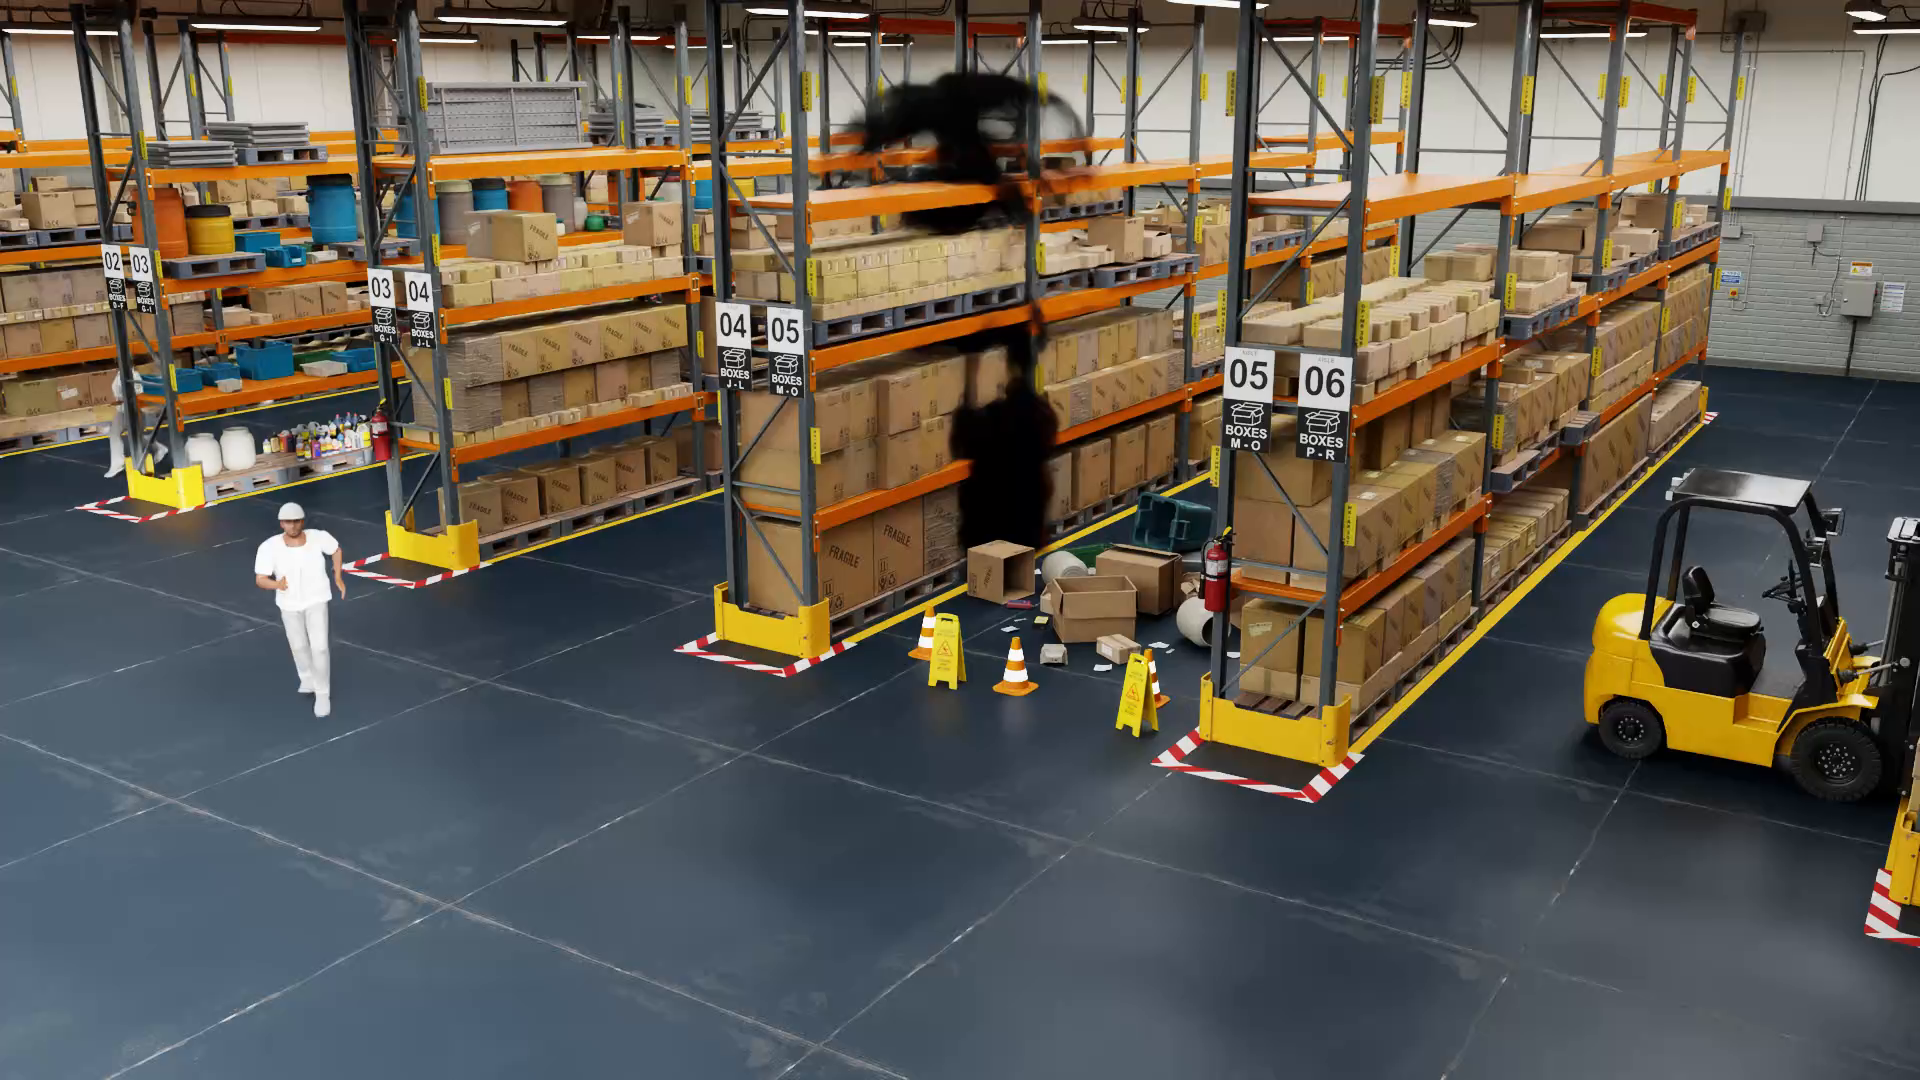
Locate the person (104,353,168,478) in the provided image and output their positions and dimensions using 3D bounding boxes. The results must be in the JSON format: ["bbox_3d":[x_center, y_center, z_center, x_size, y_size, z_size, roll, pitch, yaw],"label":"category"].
[{"bbox_3d":[-11.077,-1.708,22.269,0.607,1.695,0.852,9,18,31],"label":"person"}]

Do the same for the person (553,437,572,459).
[{"bbox_3d":[-5.432,-1.808,22.517,0.730,1.726,0.594,9,18,29],"label":"person"}]

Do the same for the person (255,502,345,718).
[{"bbox_3d":[-5.493,0.563,13.914,0.670,1.824,0.849,-5,16,-17],"label":"person"}]

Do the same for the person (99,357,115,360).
[{"bbox_3d":[-13.703,-3.004,26.751,0.648,1.746,0.531,7,17,25],"label":"person"}]
